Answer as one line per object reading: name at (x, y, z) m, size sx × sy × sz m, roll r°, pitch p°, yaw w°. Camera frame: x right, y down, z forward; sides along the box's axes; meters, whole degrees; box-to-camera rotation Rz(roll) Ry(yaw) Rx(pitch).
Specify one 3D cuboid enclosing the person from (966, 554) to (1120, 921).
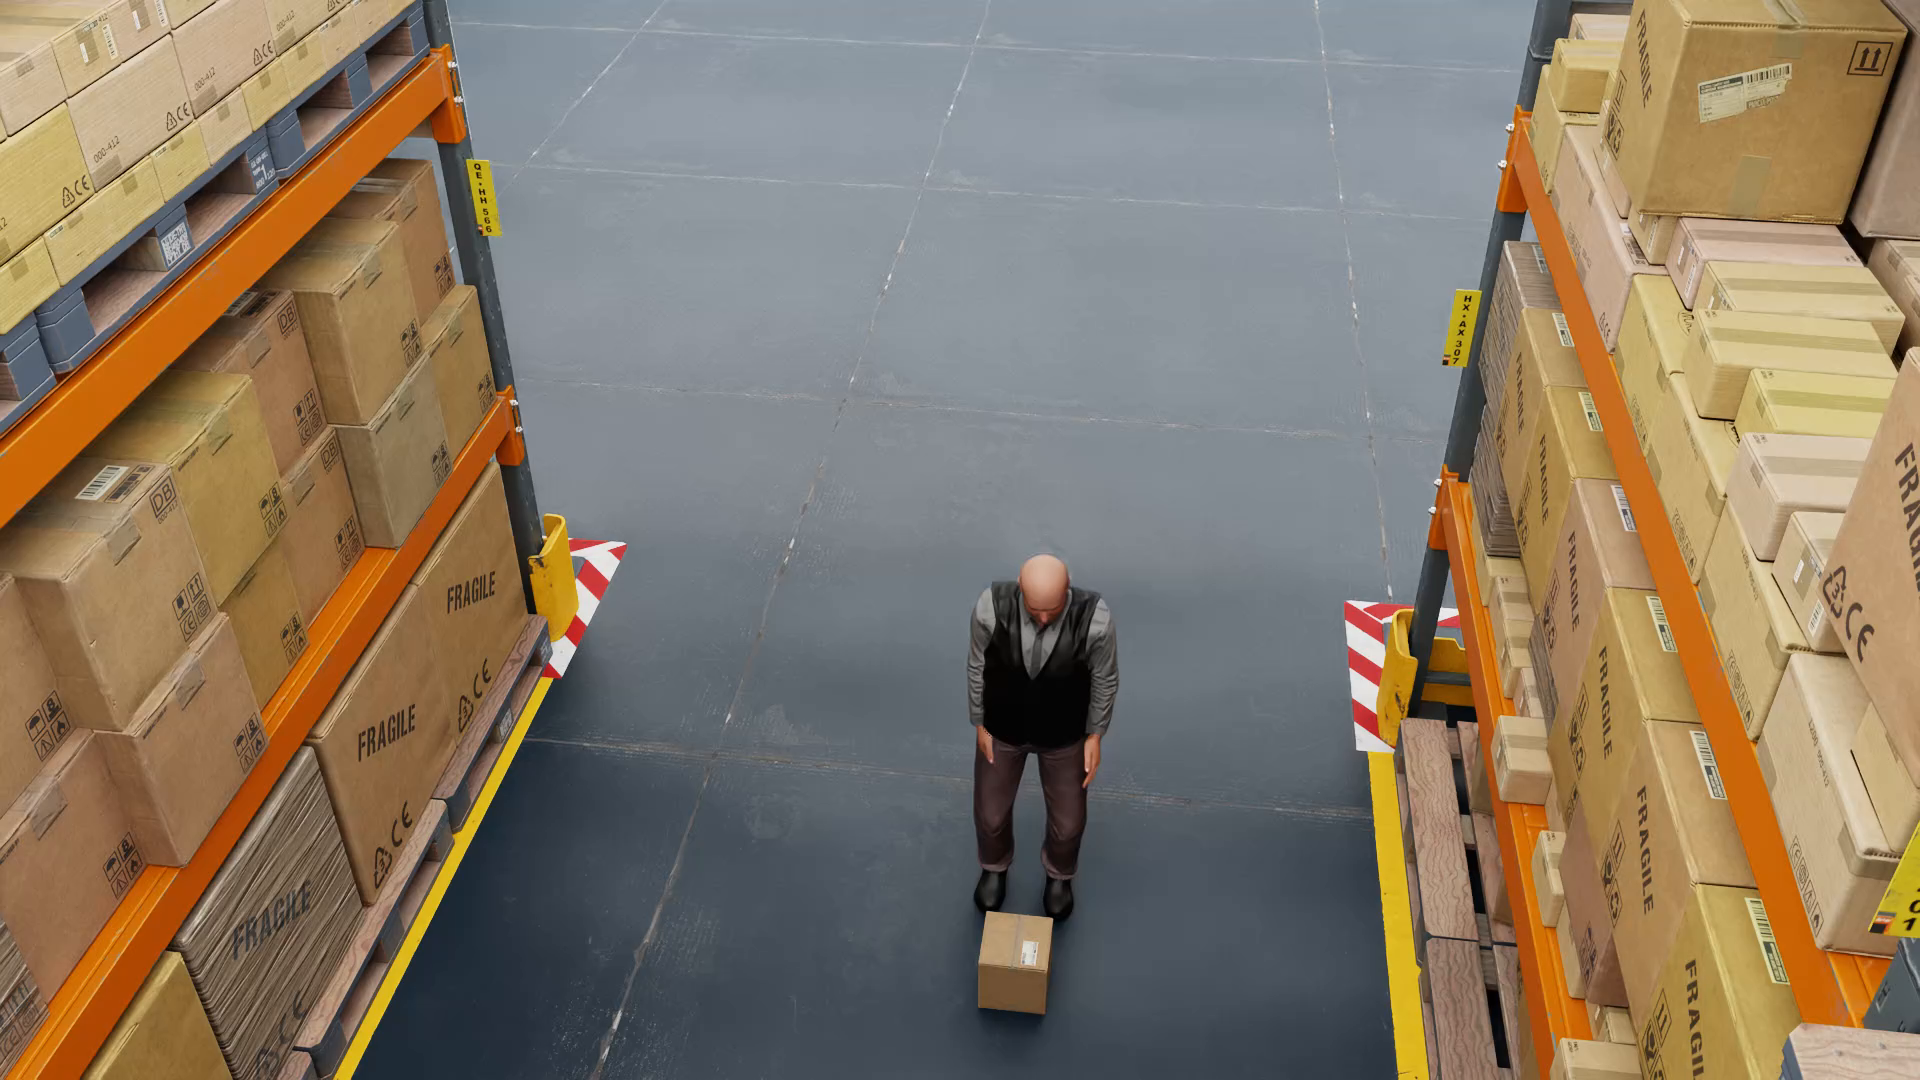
person at (0.297, 0.701, 6.133) m, size 0.552 × 1.685 × 0.403 m, roll 5°, pitch 36°, yaw 7°
